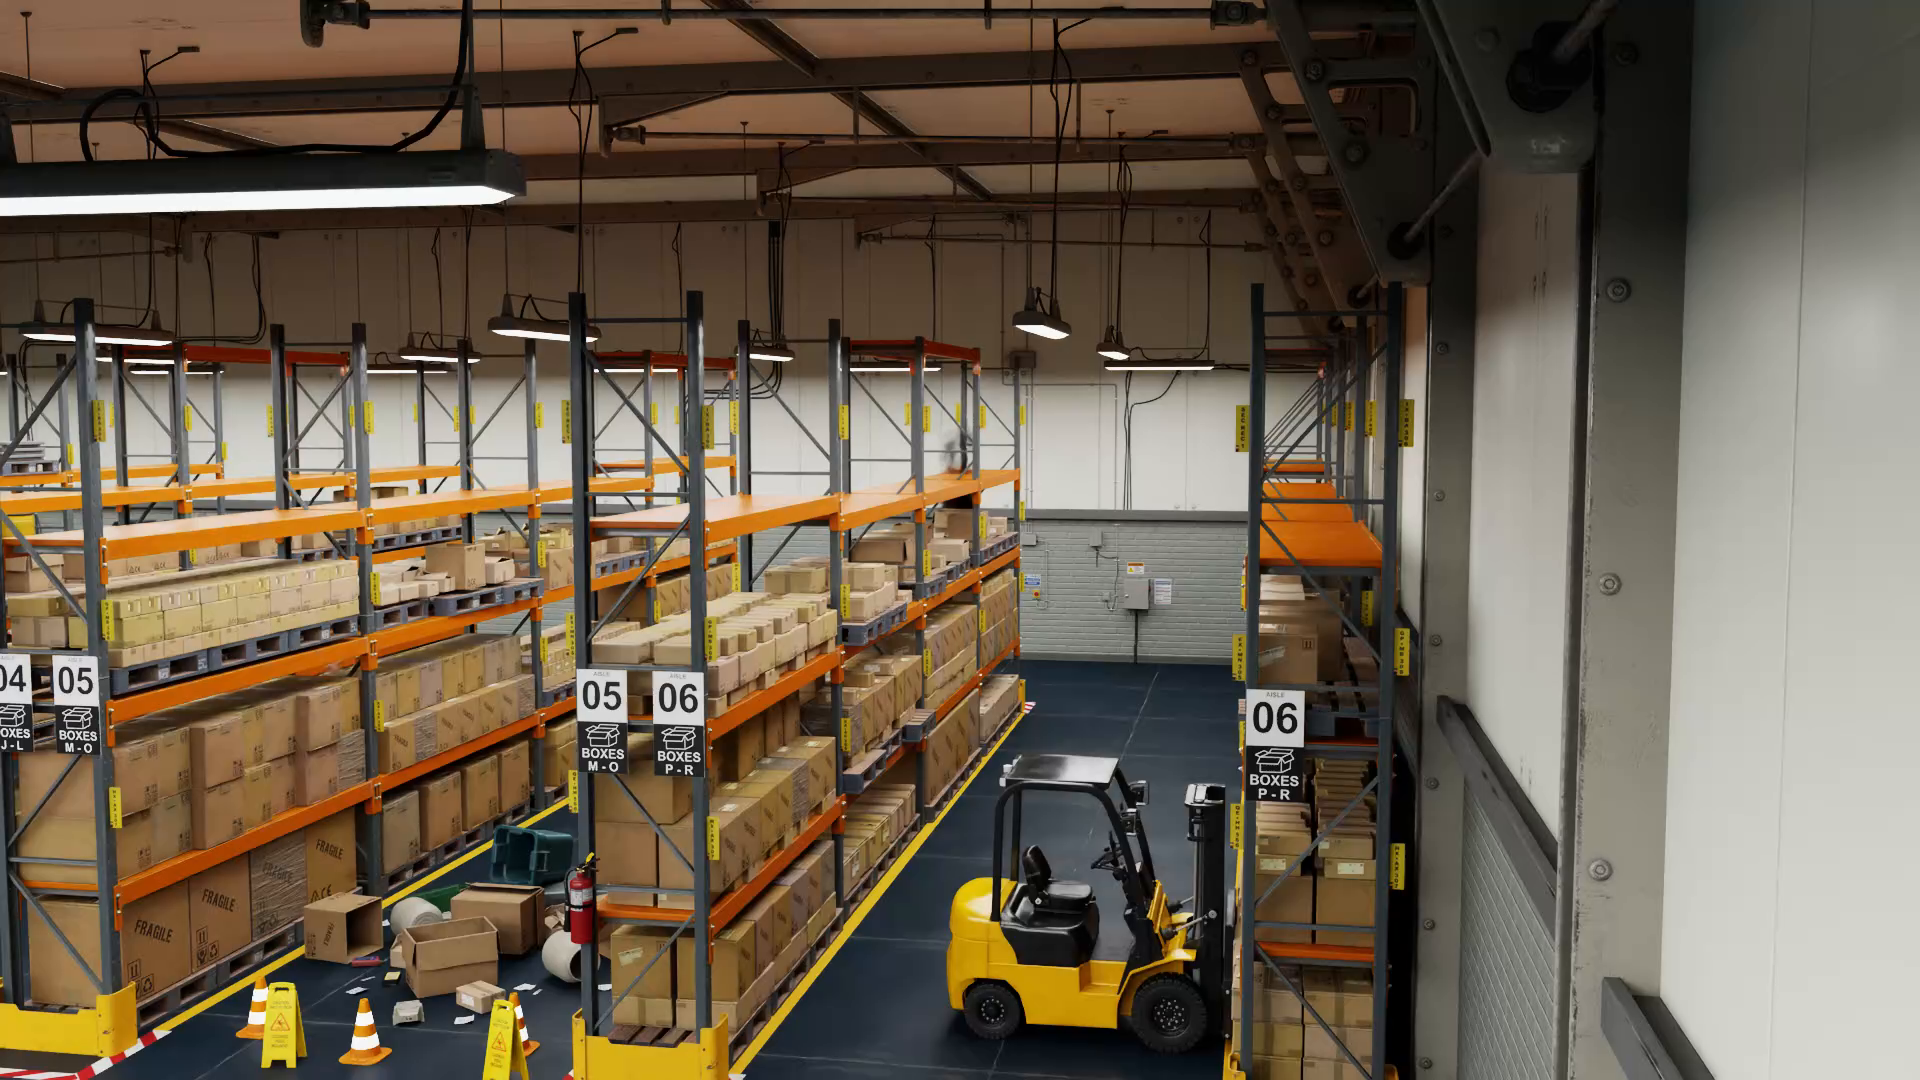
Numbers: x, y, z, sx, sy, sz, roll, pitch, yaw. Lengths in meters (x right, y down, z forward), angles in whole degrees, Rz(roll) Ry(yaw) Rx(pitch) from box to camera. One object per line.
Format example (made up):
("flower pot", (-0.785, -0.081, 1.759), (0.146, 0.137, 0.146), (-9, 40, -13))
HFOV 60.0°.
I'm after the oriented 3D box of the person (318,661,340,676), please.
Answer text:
("person", (-8.651, 2.461, 22.867), (0.702, 1.738, 0.627), (0, 5, 4))
